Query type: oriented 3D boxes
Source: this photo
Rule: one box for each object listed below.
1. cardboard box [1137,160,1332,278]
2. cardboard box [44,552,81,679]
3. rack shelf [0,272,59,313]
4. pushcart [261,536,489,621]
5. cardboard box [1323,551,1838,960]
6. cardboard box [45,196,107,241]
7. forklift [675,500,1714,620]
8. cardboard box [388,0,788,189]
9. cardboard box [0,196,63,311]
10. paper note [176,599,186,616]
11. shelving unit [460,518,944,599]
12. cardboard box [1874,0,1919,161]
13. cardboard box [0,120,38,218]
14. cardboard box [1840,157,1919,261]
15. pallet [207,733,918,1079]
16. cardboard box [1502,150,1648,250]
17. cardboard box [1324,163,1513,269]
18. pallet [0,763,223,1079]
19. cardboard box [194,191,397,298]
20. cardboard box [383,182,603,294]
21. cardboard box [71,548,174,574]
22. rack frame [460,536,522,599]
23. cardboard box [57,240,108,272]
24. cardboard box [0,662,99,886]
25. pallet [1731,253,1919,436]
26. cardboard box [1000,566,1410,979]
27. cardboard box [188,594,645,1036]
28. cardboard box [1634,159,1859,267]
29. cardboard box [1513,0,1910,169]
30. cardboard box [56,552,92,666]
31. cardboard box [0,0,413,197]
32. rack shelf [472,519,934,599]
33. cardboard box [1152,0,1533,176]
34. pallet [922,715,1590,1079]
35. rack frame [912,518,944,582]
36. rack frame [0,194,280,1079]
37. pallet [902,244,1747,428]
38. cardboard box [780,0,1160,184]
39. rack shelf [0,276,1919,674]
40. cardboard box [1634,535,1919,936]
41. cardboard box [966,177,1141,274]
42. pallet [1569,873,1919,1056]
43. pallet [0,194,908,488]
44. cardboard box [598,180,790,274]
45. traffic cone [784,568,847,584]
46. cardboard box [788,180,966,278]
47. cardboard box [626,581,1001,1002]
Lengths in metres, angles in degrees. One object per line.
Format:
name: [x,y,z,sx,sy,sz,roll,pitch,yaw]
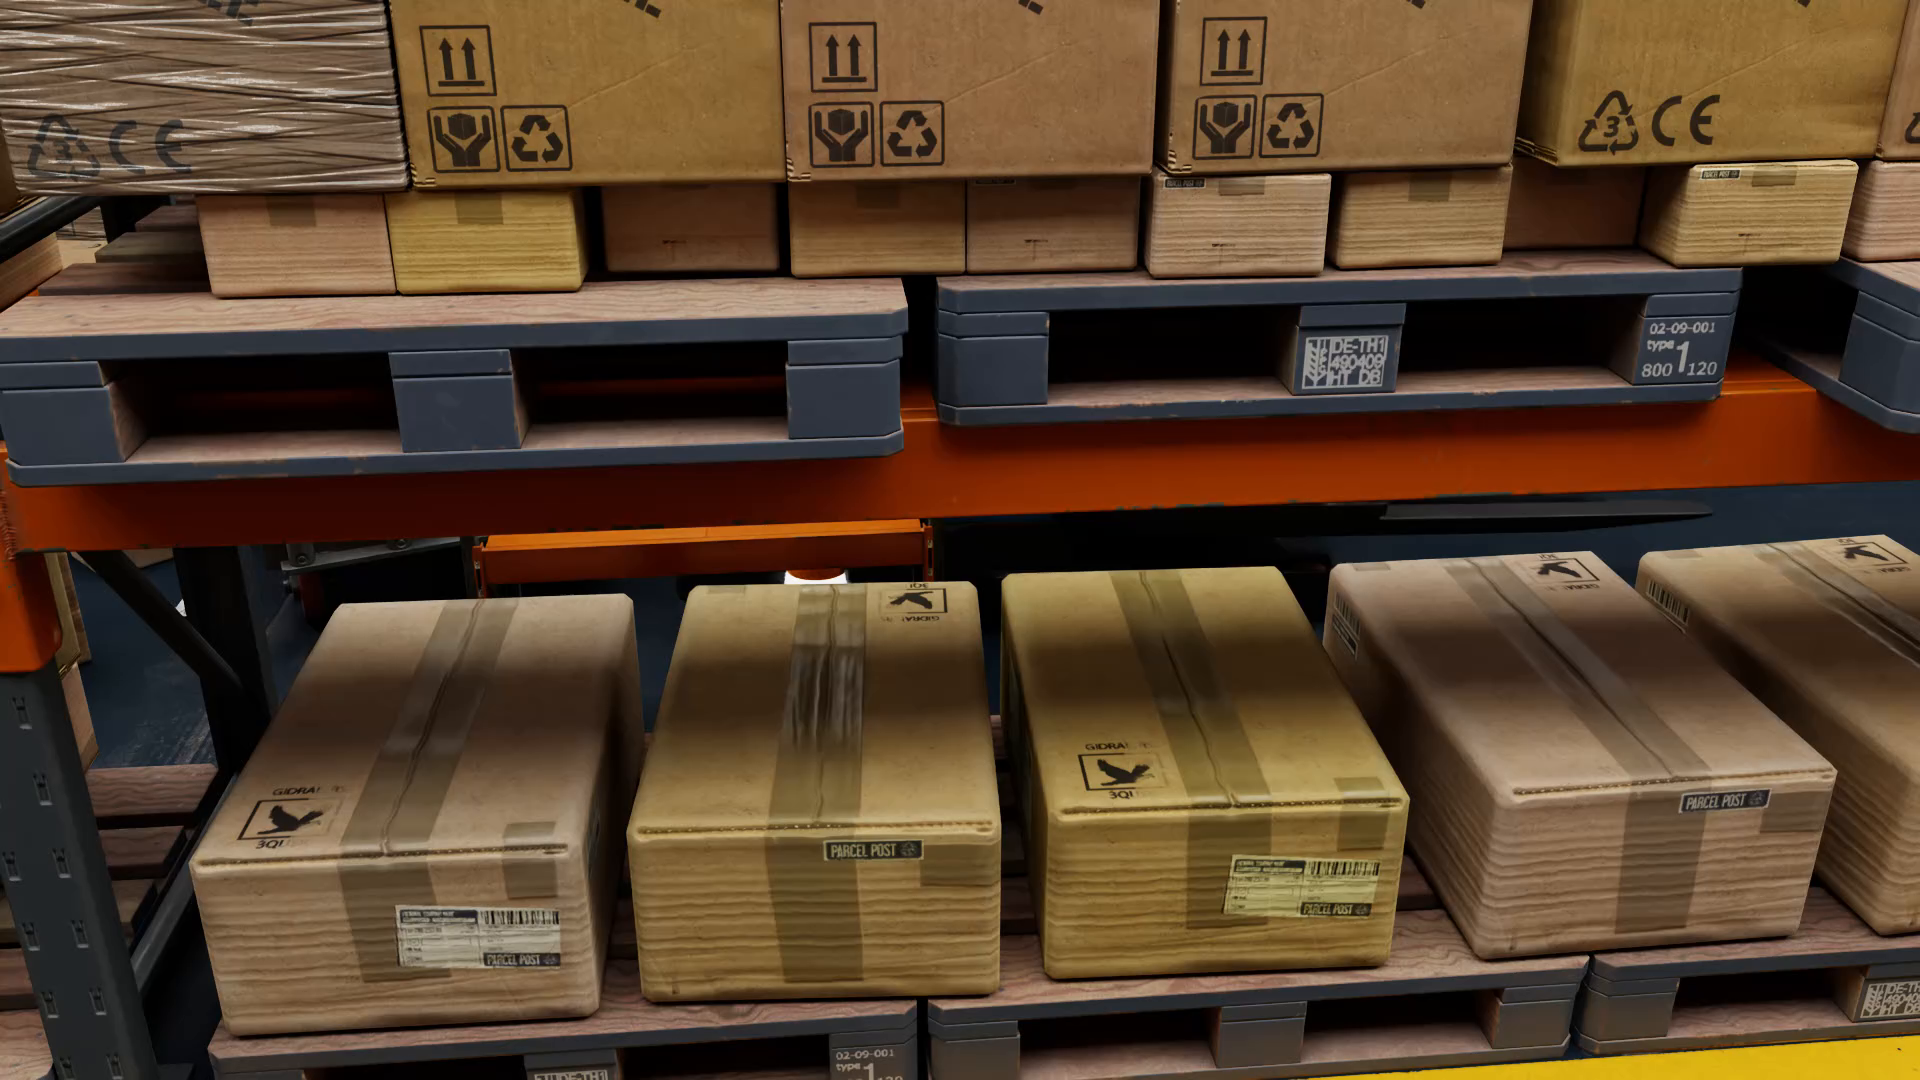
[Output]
cardboard box: [0.385,-0.519,2.518,0.250,0.149,0.380,-1,24,-3]
cardboard box: [-2.110,0.129,3.211,0.500,0.500,0.500,-1,24,-3]
rack shelf: [-3.486,-0.099,2.664,4.000,0.370,1.077,-2,24,-5]
pushcart: [-1.770,-0.228,5.299,0.936,0.377,1.648,-11,26,-23]
cardboard box: [1.188,0.393,3.390,0.625,0.372,0.950,-3,24,-6]
cardboard box: [-3.612,-1.690,7.459,0.875,0.875,0.875,-2,24,-5]
forklift: [0.688,-1.323,4.618,3.031,2.935,1.130,-1,24,-2]
cardboard box: [-0.503,-0.804,2.359,0.500,0.500,0.500,-2,24,-5]
cardboard box: [-1.841,-0.509,3.012,0.250,0.149,0.380,-2,24,-5]
paper note: [-2.191,0.181,4.805,0.142,0.019,0.148,-2,24,-5]
shelving unit: [-0.576,-0.190,3.830,1.083,1.500,0.587,-3,24,-6]
cardboard box: [1.546,-0.885,2.541,0.500,0.500,0.500,-3,24,-6]
cardboard box: [-1.961,-0.784,2.831,0.500,0.500,0.500,-2,24,-5]
cardboard box: [1.424,-0.561,2.611,0.250,0.149,0.380,-3,24,-8]
pallet: [-0.721,0.735,3.335,1.213,0.211,1.003,-2,24,-5]
cardboard box: [0.889,-0.585,2.665,0.250,0.149,0.380,-2,24,-5]
cardboard box: [0.647,-0.542,2.568,0.250,0.149,0.380,-3,24,-7]
pallet: [-2.161,0.808,3.172,1.213,0.211,1.003,-2,24,-5]
cardboard box: [-0.915,-0.479,2.426,0.250,0.149,0.380,-2,24,-4]
cardboard box: [-0.665,-0.485,2.440,0.250,0.149,0.380,-2,24,-4]
cardboard box: [-2.518,-0.093,5.132,0.258,0.266,0.396,22,32,40]
rack frame: [-1.090,-0.166,3.777,0.032,1.500,0.500,-3,24,-6]
cardboard box: [-3.527,-0.886,6.625,0.500,0.500,0.500,2,24,4]
cardboard box: [-2.110,0.472,3.363,0.500,0.250,0.500,-3,24,-8]
pallet: [1.786,-0.508,2.935,1.003,0.211,1.213,-2,24,-5]
cardboard box: [0.433,0.421,3.327,0.625,0.372,0.950,-2,24,-3]
cardboard box: [-0.974,0.480,3.196,0.625,0.372,0.950,-2,24,-4]
cardboard box: [1.152,-0.544,2.573,0.250,0.149,0.380,-2,24,-4]
cardboard box: [1.044,-0.864,2.495,0.500,0.500,0.500,-4,24,-9]
cardboard box: [-2.696,0.127,4.346,0.500,0.500,0.500,16,28,31]
cardboard box: [-1.001,-0.783,2.313,0.500,0.500,0.500,-2,24,-4]
rack shelf: [-0.585,-0.025,3.902,1.000,0.185,0.538,-3,24,-6]
cardboard box: [0.501,-0.843,2.446,0.500,0.500,0.500,-3,24,-7]
pallet: [0.496,0.685,3.448,1.213,0.211,1.003,-2,24,-5]
rack frame: [-0.079,-0.213,3.882,0.032,1.500,0.500,-3,24,-6]
rack frame: [-1.496,-0.507,2.698,0.127,3.000,1.000,-2,24,-5]
pallet: [0.519,-0.484,2.881,1.213,0.211,1.003,-2,24,-5]
cardboard box: [-0.009,-0.818,2.391,0.500,0.500,0.500,-2,24,-5]
rack shelf: [0.494,-0.258,3.023,4.000,0.370,1.077,-2,24,-5]
cardboard box: [1.921,0.361,3.464,0.625,0.372,0.950,-4,24,-9]
cardboard box: [0.115,-0.530,2.541,0.250,0.149,0.380,-2,24,-5]
pallet: [1.707,0.638,3.555,1.213,0.211,1.003,-2,24,-5]
pallet: [-0.721,-0.391,2.673,1.213,0.211,1.003,-2,24,-5]
cardboard box: [-0.391,-0.527,2.535,0.250,0.149,0.380,-1,24,-2]
traffic cone: [-0.400,0.037,4.598,0.334,0.463,0.336,-2,24,-5]
cardboard box: [-0.131,-0.521,2.520,0.250,0.149,0.380,-2,24,-4]
cardboard box: [-0.259,0.450,3.263,0.625,0.372,0.950,-1,24,-2]
